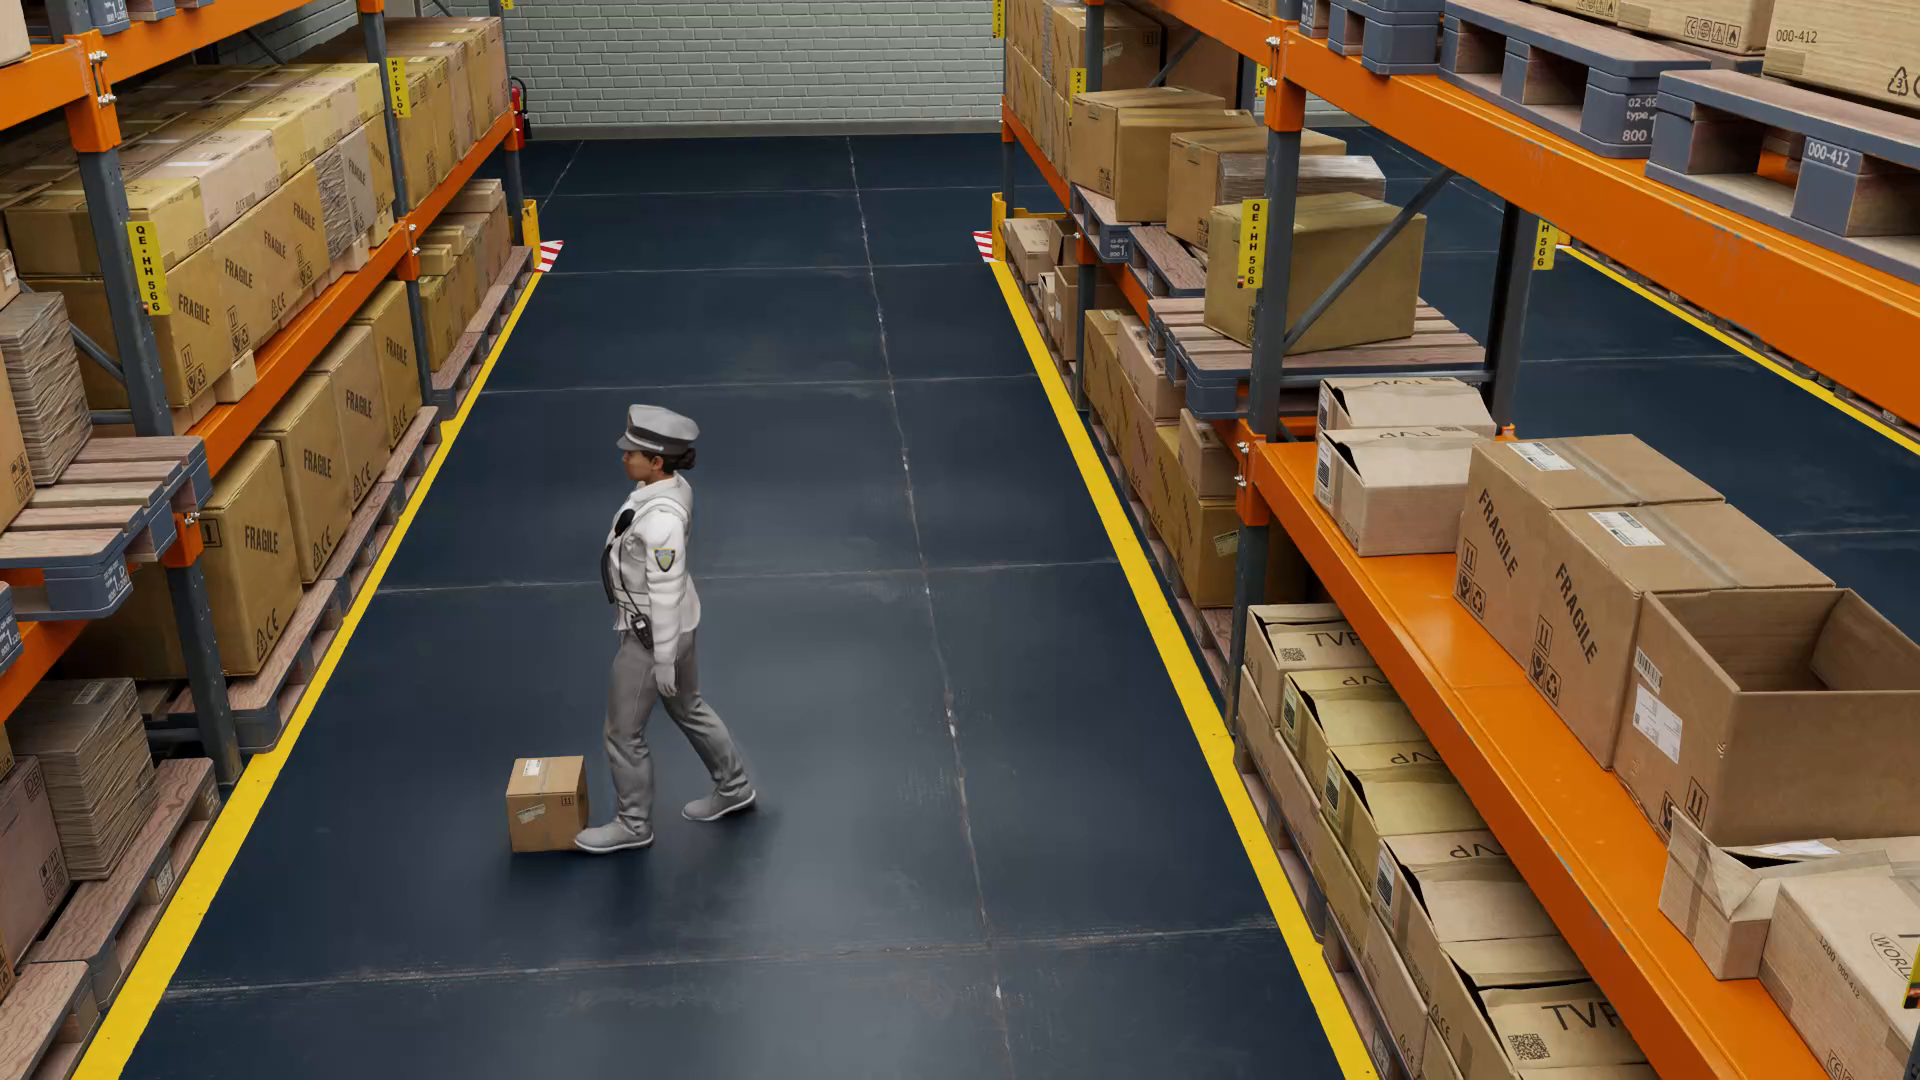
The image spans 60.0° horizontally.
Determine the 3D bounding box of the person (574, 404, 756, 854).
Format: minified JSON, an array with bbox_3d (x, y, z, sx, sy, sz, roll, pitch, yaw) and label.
[{"bbox_3d":[-1.094,0.322,5.884,0.658,1.686,0.487,-2,24,-4],"label":"person"}]
